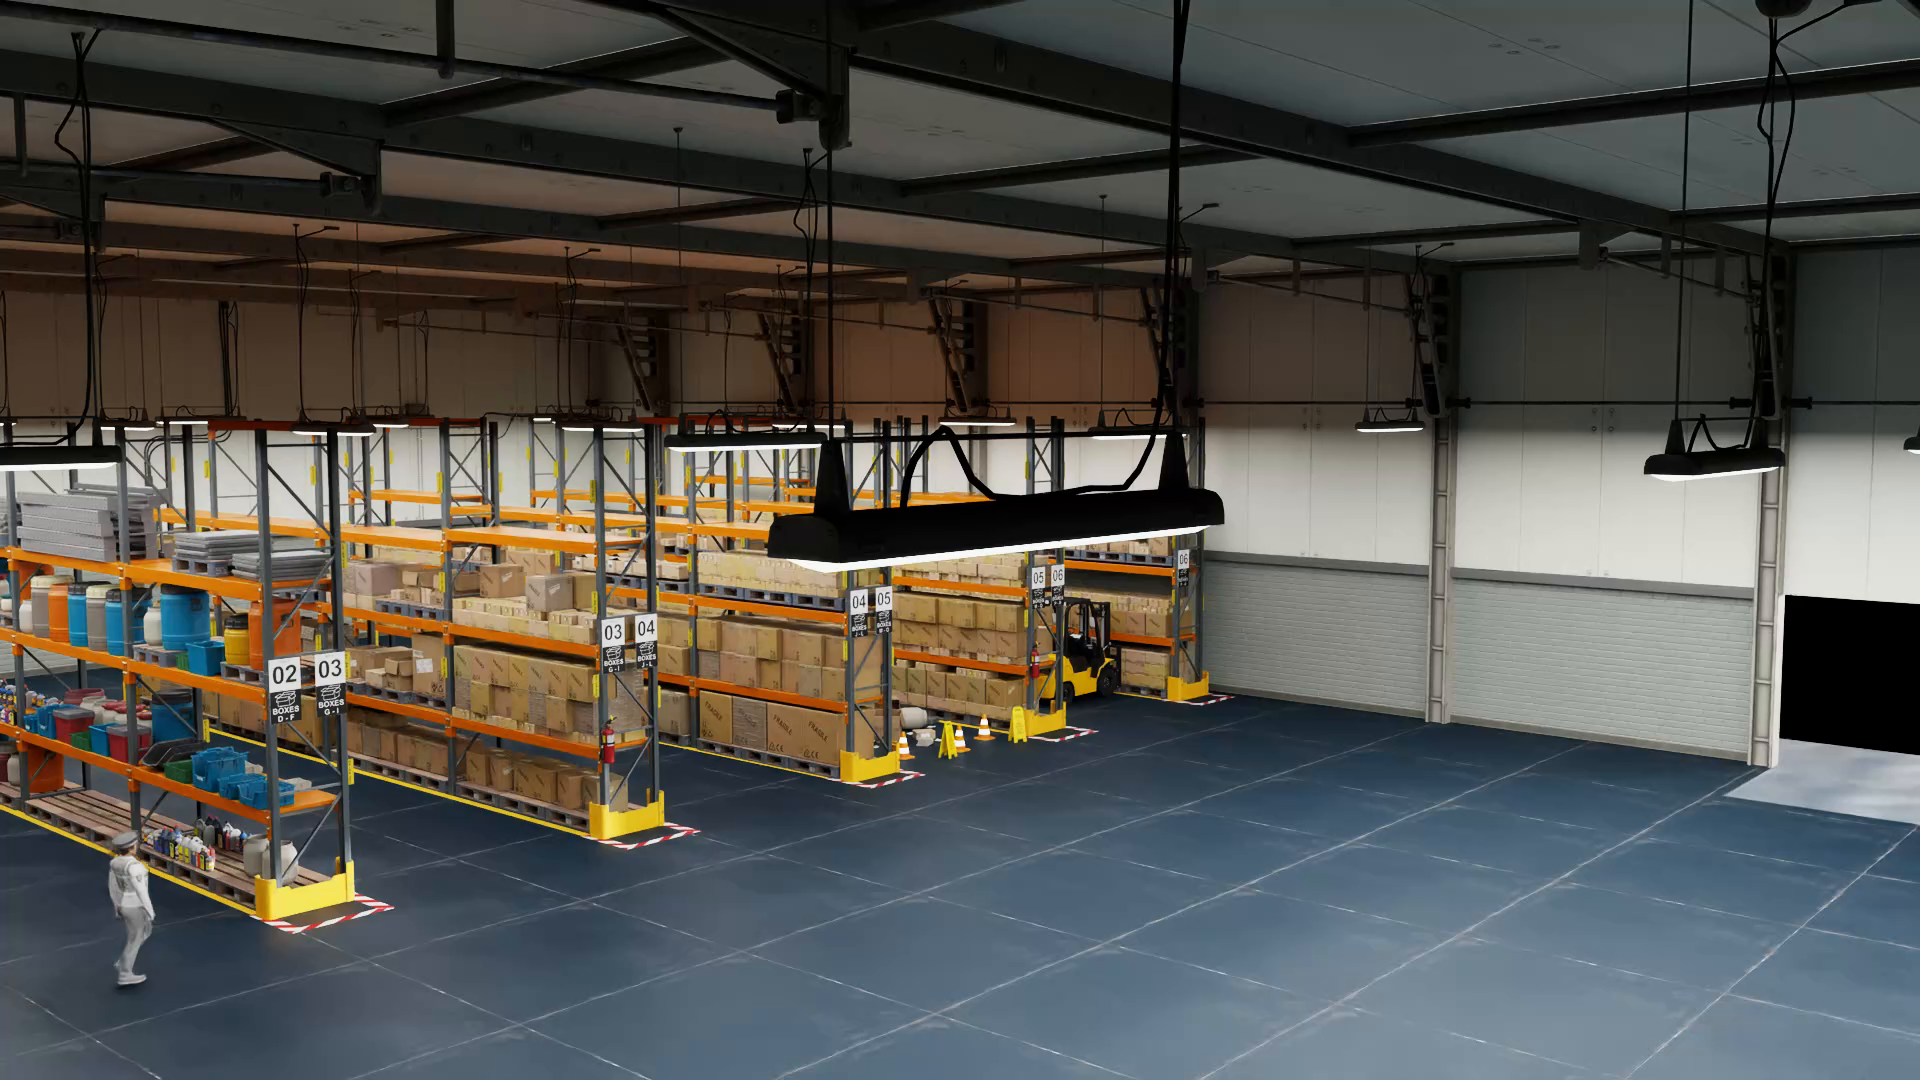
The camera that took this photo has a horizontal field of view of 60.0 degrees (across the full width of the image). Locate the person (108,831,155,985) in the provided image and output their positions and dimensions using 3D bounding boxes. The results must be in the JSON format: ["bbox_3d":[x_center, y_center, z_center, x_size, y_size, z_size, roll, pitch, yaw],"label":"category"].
[{"bbox_3d":[-8.938,3.980,18.022,0.427,1.671,0.480,-4,6,-41],"label":"person"}]
